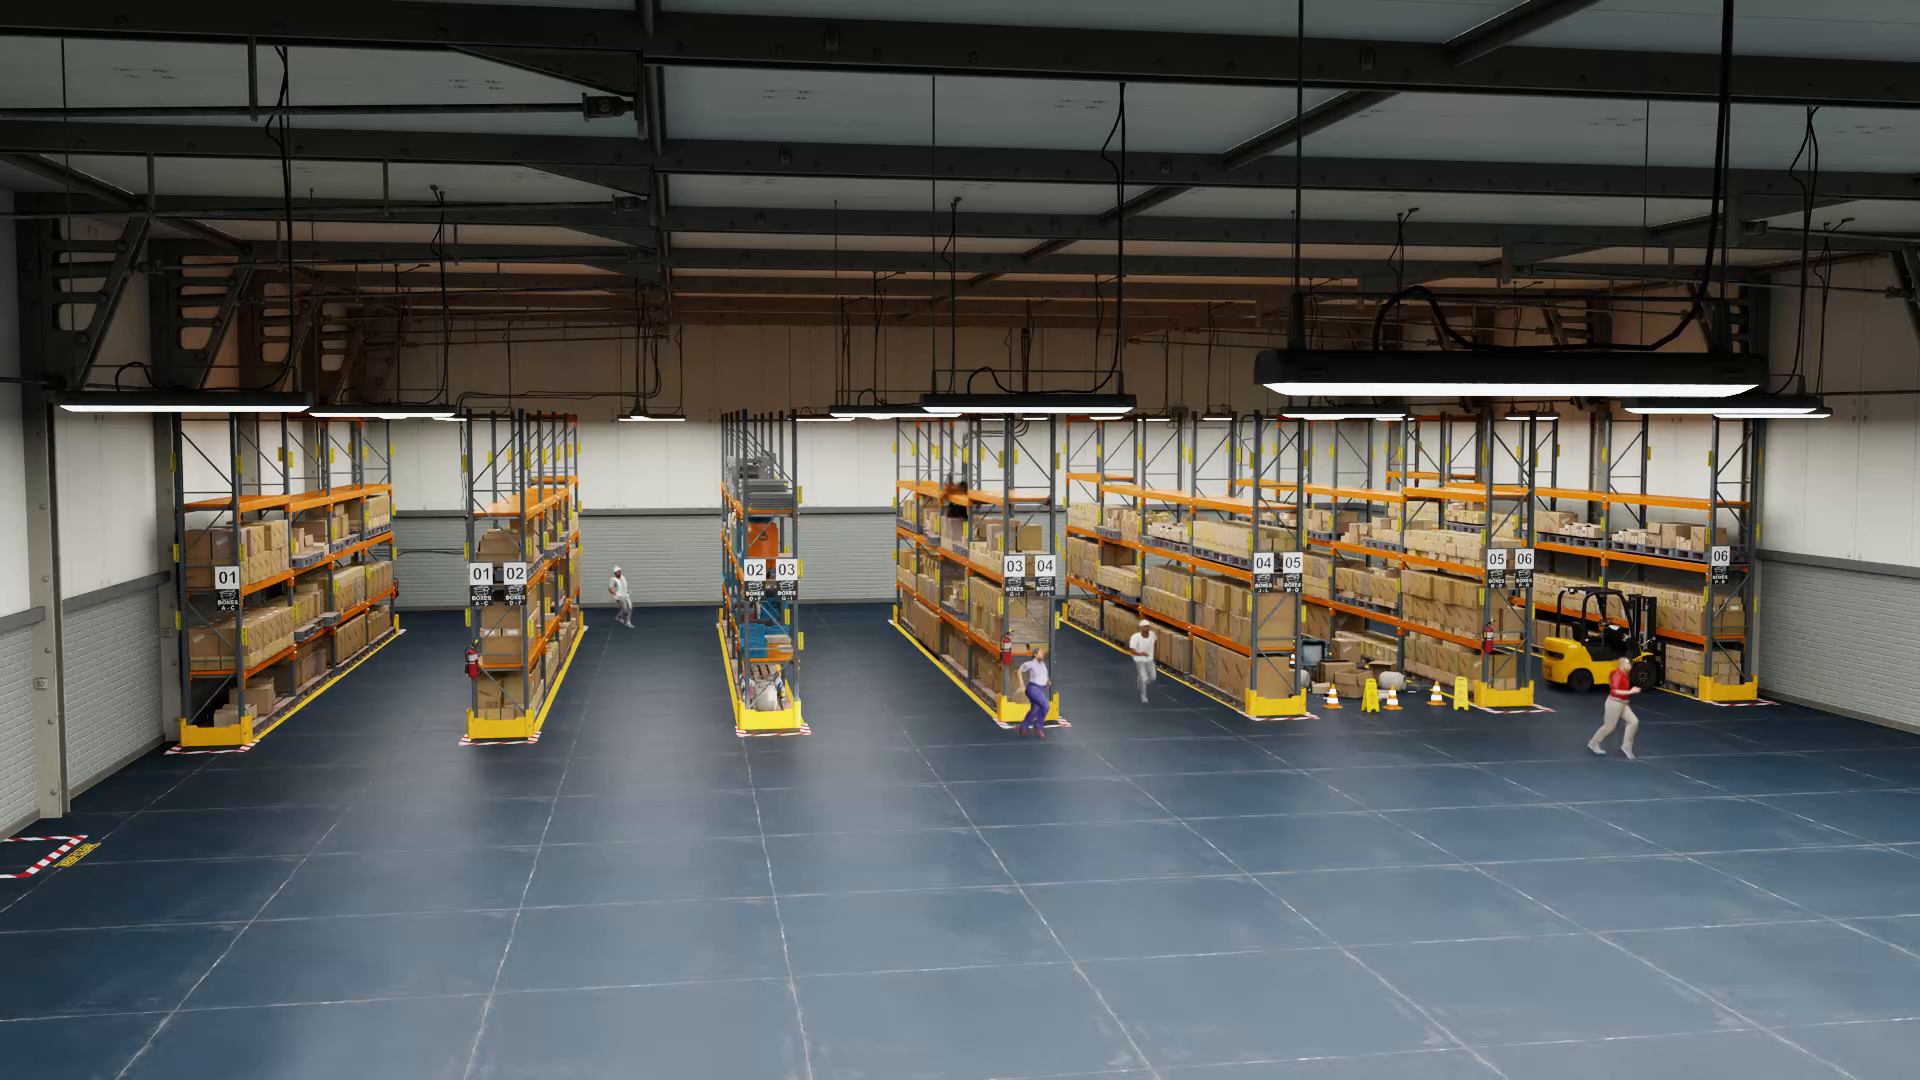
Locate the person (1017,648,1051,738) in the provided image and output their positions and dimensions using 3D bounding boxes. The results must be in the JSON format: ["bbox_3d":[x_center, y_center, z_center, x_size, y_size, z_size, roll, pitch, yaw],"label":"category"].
[{"bbox_3d":[1.427,2.784,30.451,0.652,1.588,0.593,3,5,33],"label":"person"}]

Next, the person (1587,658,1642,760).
[{"bbox_3d":[11.239,2.890,28.529,0.877,1.780,0.687,3,5,36],"label":"person"}]

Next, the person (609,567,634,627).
[{"bbox_3d":[-9.554,1.609,46.759,0.626,1.725,0.716,3,5,34],"label":"person"}]

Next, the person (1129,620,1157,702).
[{"bbox_3d":[3.825,2.489,34.223,0.748,1.712,0.657,-2,4,-25],"label":"person"}]
